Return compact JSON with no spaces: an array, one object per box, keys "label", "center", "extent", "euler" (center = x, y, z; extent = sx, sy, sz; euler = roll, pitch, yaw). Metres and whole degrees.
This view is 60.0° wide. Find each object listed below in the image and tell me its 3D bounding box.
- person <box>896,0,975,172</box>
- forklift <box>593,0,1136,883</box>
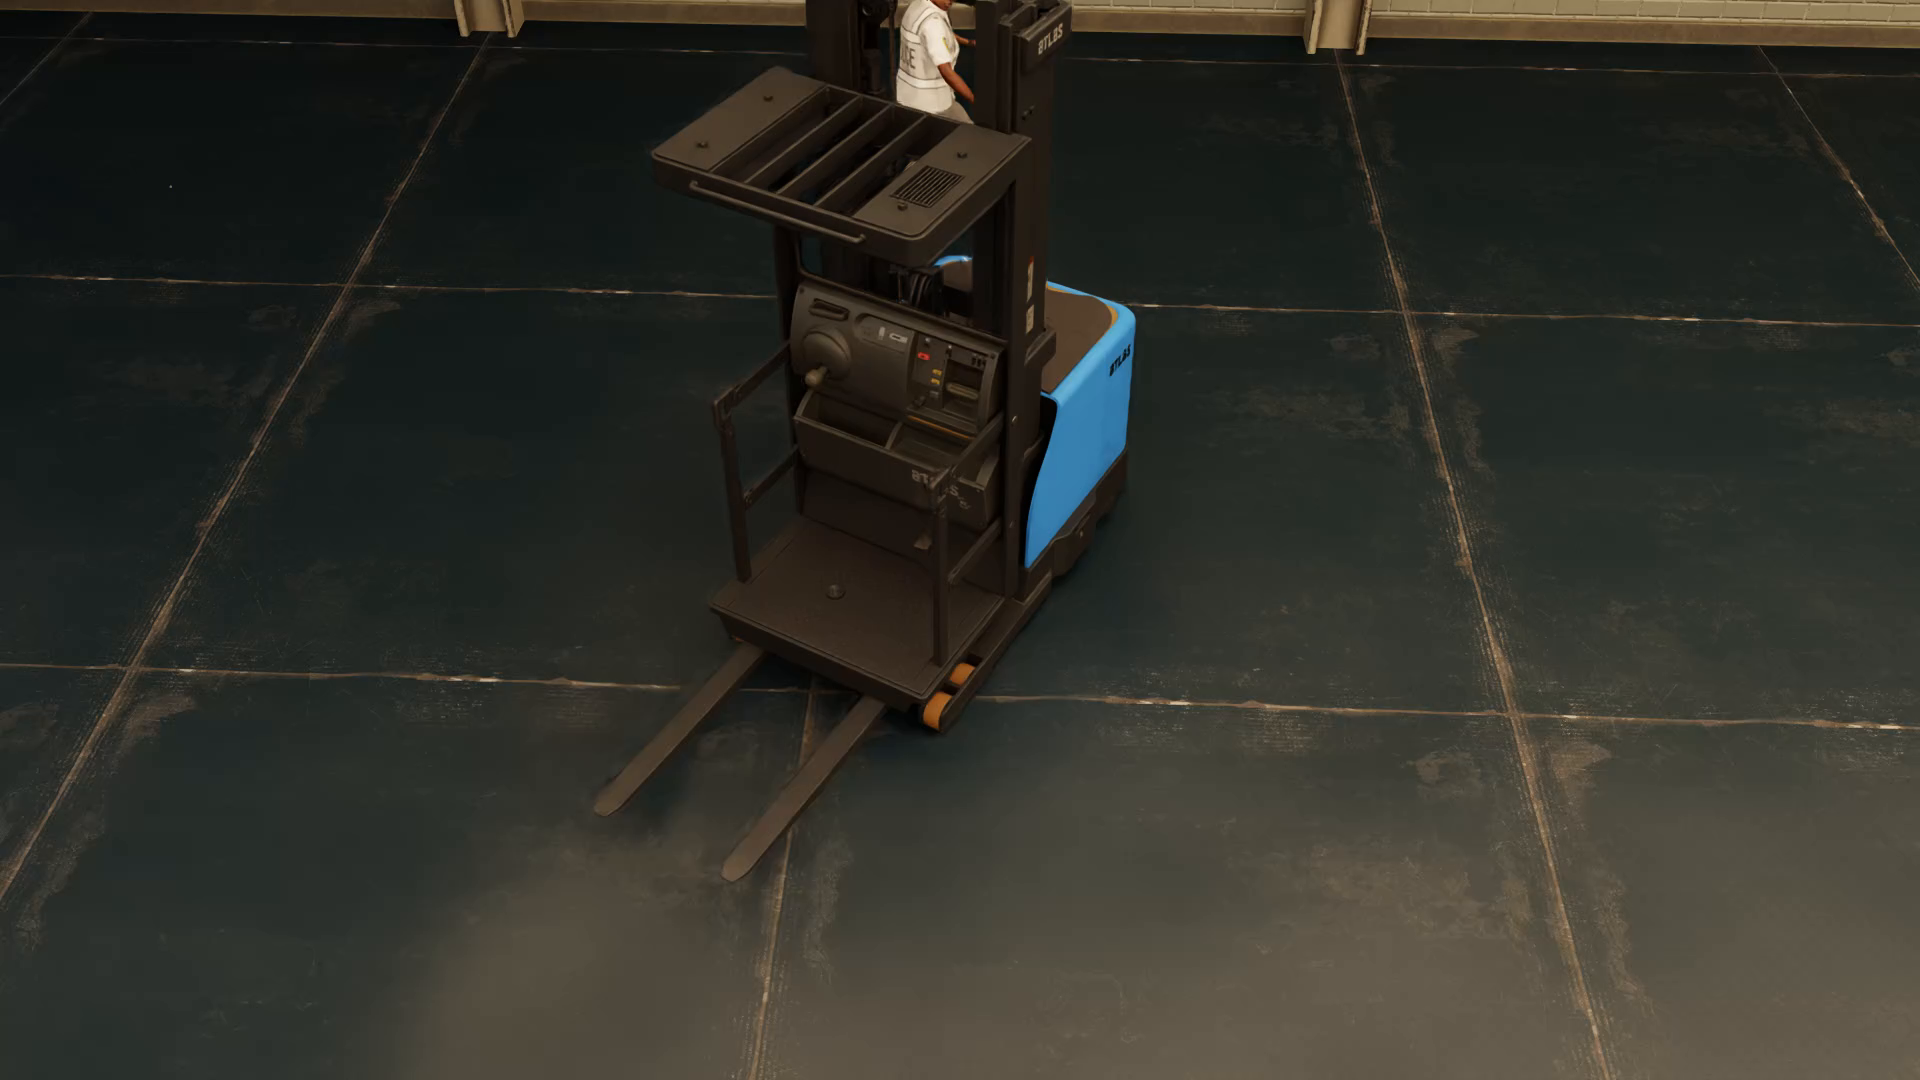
[{"label":"person","center":[-0.026,-2.575,9.584],"extent":[0.770,1.558,0.777],"euler":[-23,47,-23]},{"label":"forklift","center":[-0.373,-0.636,6.439],"extent":[1.130,2.935,3.031],"euler":[21,47,22]}]
